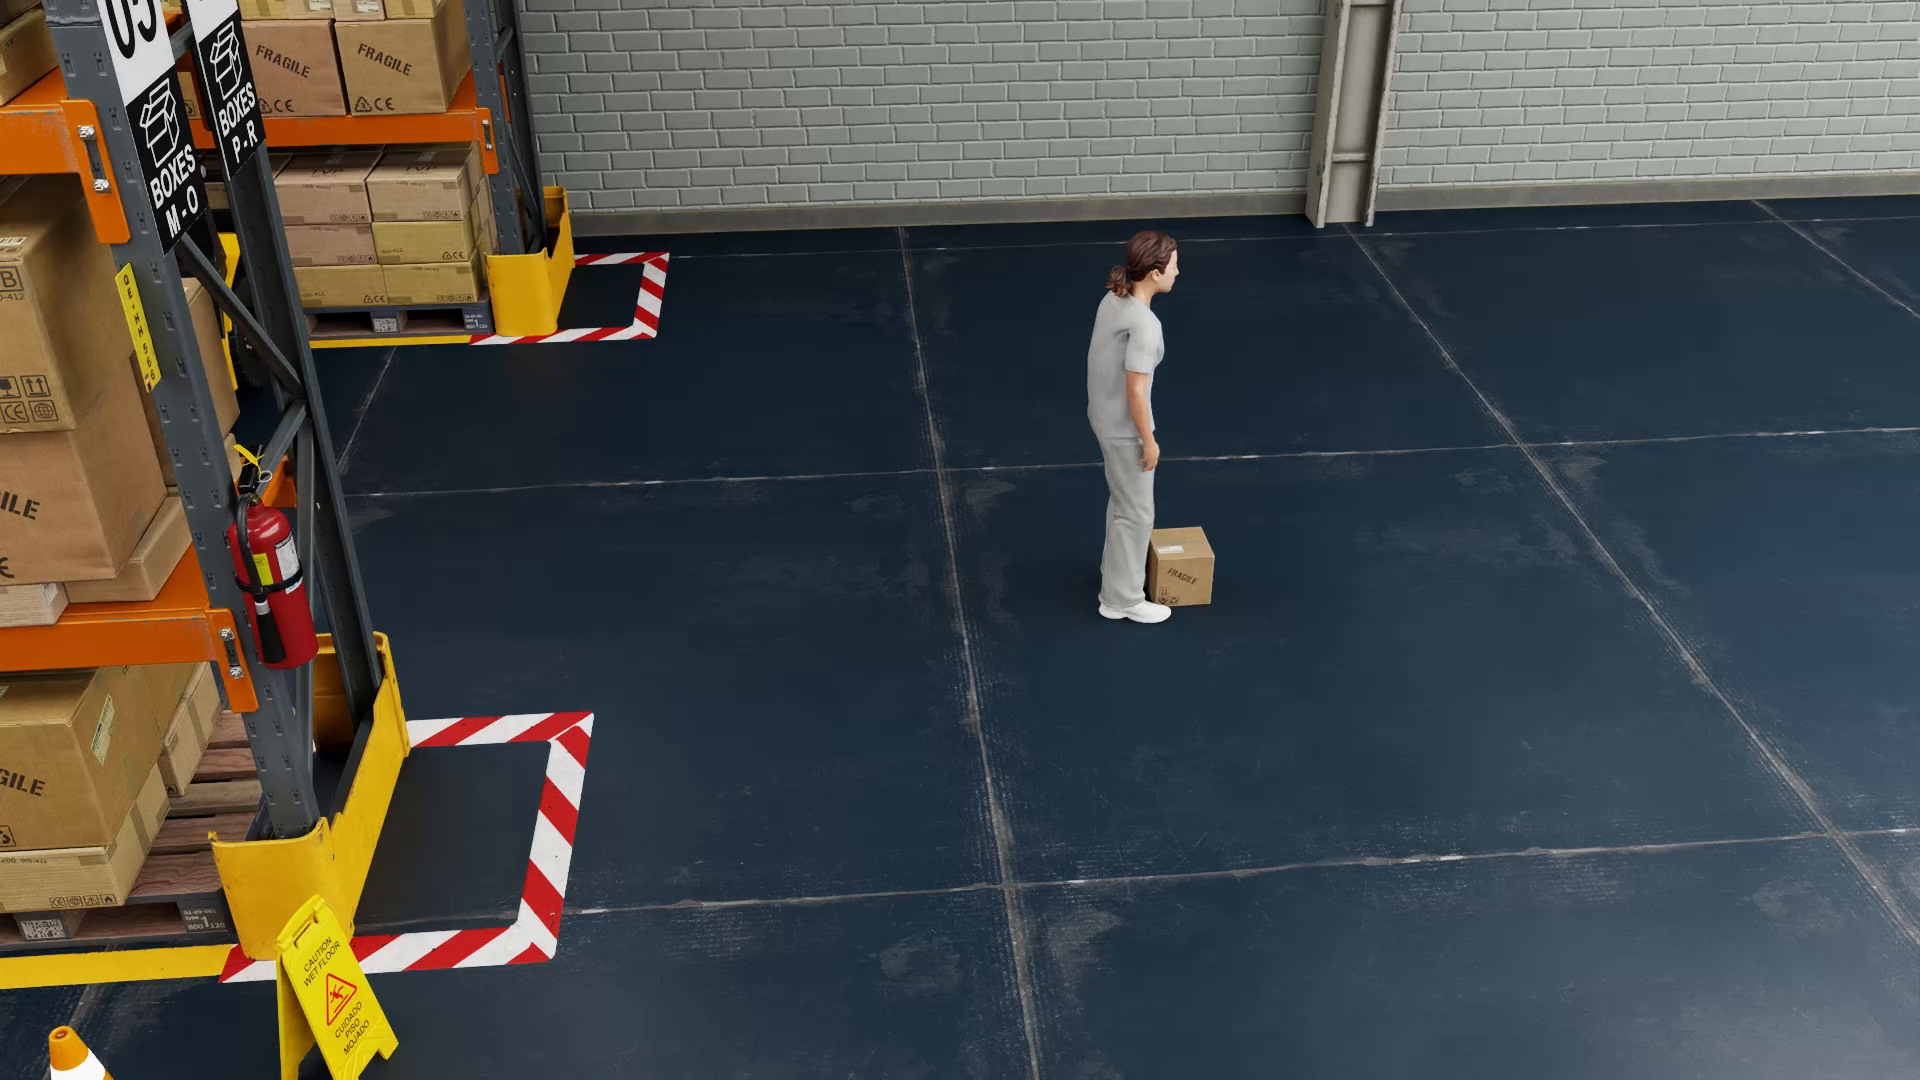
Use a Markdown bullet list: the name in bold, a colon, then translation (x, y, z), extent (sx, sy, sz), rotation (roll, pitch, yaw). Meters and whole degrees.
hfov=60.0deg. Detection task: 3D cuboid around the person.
- **person**: translation (0.738, -0.477, 6.923), extent (0.414, 1.672, 0.514), rotation (-5, 32, -7)
